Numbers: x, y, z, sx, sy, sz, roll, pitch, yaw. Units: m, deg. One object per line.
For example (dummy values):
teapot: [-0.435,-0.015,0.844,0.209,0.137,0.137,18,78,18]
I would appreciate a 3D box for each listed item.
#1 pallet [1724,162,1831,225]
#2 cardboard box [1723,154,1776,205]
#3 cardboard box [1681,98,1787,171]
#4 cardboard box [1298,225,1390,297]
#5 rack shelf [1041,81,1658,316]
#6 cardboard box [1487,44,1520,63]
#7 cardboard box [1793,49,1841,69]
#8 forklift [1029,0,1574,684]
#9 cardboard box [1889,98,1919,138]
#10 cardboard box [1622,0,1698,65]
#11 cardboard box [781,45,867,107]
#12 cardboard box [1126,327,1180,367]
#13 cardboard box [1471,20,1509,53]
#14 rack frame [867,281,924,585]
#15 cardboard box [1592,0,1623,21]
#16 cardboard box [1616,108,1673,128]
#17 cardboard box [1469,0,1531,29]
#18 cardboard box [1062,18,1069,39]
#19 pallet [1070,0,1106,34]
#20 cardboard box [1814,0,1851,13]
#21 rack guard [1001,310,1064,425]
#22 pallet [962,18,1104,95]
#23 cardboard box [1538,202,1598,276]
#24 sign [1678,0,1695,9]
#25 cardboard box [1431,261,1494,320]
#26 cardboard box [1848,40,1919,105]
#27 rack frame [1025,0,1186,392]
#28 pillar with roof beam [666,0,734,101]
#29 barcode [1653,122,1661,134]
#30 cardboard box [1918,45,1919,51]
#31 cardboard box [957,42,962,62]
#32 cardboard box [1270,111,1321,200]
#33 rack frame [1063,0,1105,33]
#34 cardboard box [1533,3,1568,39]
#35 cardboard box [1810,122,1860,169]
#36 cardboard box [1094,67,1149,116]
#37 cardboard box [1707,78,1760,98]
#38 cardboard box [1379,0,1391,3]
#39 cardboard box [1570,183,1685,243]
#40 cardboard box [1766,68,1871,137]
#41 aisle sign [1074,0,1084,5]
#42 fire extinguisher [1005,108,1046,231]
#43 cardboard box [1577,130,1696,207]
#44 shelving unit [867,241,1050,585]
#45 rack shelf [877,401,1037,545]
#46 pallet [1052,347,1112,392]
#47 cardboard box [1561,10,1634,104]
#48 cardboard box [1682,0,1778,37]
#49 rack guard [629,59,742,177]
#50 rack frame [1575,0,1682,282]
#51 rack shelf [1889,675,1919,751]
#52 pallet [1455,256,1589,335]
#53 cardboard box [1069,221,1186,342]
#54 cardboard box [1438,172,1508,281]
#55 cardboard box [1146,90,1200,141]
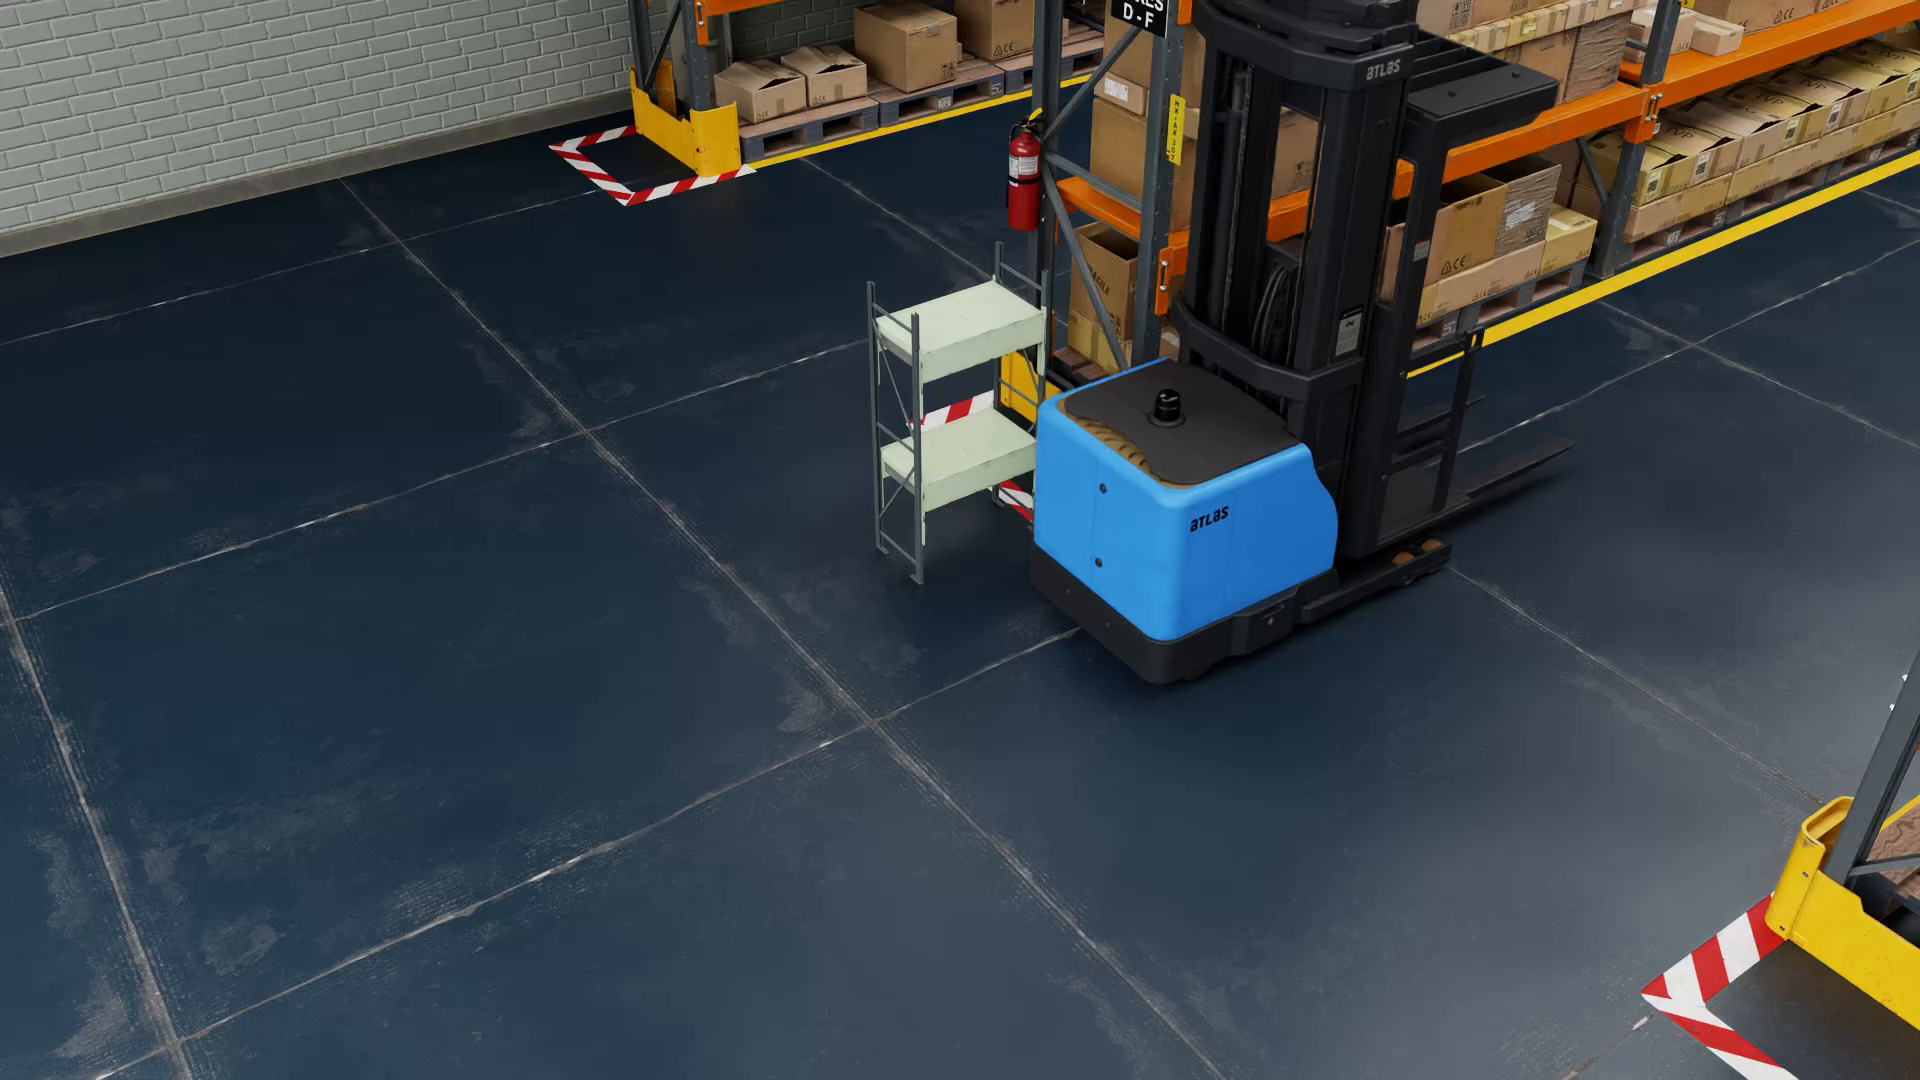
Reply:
pallet: [5.556,-2.723,12.169,1.213,0.211,1.003,-22,41,-28]
cardboard box: [5.291,-2.594,11.597,0.500,0.250,0.500,-24,42,-29]
cardboard box: [5.294,-2.819,11.428,0.500,0.311,0.500,-24,42,-29]
cardboard box: [2.084,-1.607,9.582,0.500,0.500,0.500,-22,41,-28]
rack shelf: [2.344,-2.211,9.685,4.000,0.370,1.077,-22,41,-28]
cardboard box: [2.780,-2.717,9.686,0.500,0.500,0.700,-22,41,-27]
cardboard box: [6.226,-3.587,12.496,0.500,0.311,0.500,-23,42,-29]
forklift: [1.849,-1.201,7.723,3.031,2.935,1.130,-21,41,-27]
cardboard box: [6.958,-3.282,12.553,0.500,0.250,0.500,-21,41,-27]
cardboard box: [4.356,-3.302,10.713,0.500,0.250,0.500,-20,40,-25]
cardboard box: [-1.065,-3.662,13.012,0.500,0.311,0.500,-19,40,-24]
cardboard box: [1.275,-0.959,9.323,0.500,0.250,0.500,-22,41,-28]
cardboard box: [2.841,-2.860,9.330,0.250,0.149,0.380,-21,41,-27]
rack frame: [-0.305,-0.484,7.951,0.023,1.500,0.400,-22,41,-28]
cardboard box: [3.676,-3.204,9.808,0.250,0.149,0.380,-23,42,-29]
cardboard box: [4.566,-2.909,11.554,0.500,0.311,0.500,-21,41,-27]
cardboard box: [2.797,-3.252,9.320,0.500,0.500,0.700,-22,41,-28]
cardboard box: [0.702,-4.373,14.124,0.250,0.166,0.380,-28,44,-33]
pallet: [1.757,-4.669,14.875,1.213,0.211,1.003,-22,41,-28]
cardboard box: [5.886,-3.990,11.456,0.500,0.500,0.500,-25,42,-30]
rack guard: [0.689,-0.808,9.258,0.348,0.500,1.175,-22,41,-28]
pallet: [0.593,-4.164,14.172,1.213,0.211,1.003,-22,41,-28]
cardboard box: [3.725,-1.970,10.729,0.500,0.250,0.500,-22,41,-28]
sign: [4.299,-3.295,9.767,0.005,0.325,0.100,-22,41,-28]
cardboard box: [2.911,-1.631,10.258,0.500,0.250,0.500,-22,41,-28]
cardboard box: [6.962,-3.510,12.389,0.500,0.311,0.500,-21,41,-27]
rack frame: [0.709,-1.831,8.540,0.127,3.000,1.000,-22,41,-28]
pillar with roof beam: [0.406,-5.223,8.118,0.400,9.000,9.100,-22,41,-28]
barcode: [4.427,-2.617,10.574,0.075,0.075,0.001,-22,41,-28]
cardboard box: [7.785,-3.702,12.906,0.500,0.500,0.500,-21,41,-26]
cardboard box: [-0.197,-4.032,13.665,0.250,0.149,0.380,-26,43,-31]
cardboard box: [1.524,-2.201,8.969,0.500,0.500,0.700,-21,41,-27]
rack frame: [1.122,-5.539,13.696,0.127,3.000,1.000,-22,41,-28]
cardboard box: [3.249,-3.026,9.560,0.250,0.149,0.380,-22,41,-28]
cardboard box: [6.126,-2.939,12.077,0.500,0.250,0.500,-21,41,-27]
cardboard box: [0.911,-2.354,8.626,0.250,0.149,0.380,-23,42,-29]
cardboard box: [5.388,-3.243,12.018,0.500,0.311,0.500,-23,42,-28]
cardboard box: [1.979,-2.916,8.852,0.500,0.500,0.700,-22,41,-28]
cardboard box: [4.451,-2.248,11.115,0.500,0.250,0.500,-23,42,-29]
cardboard box: [6.126,-3.163,11.908,0.500,0.311,0.500,-23,41,-28]
aisle sign: [0.486,-3.004,7.945,0.004,0.787,0.394,-22,41,-28]
fire extinguisher: [0.345,-1.981,8.815,0.183,0.674,0.296,-22,41,-28]
cardboard box: [4.460,-2.478,10.955,0.500,0.311,0.500,-22,41,-28]
shelving unit: [-0.005,-0.607,8.122,0.755,1.500,0.431,-22,41,-28]
rack shelf: [-0.005,-0.342,8.313,0.720,0.370,0.431,-22,41,-28]
pallet: [1.310,-0.976,9.739,1.213,0.211,1.003,-22,41,-28]
cardboard box: [3.619,-3.064,10.169,0.500,0.500,0.700,-24,42,-29]
cardboard box: [5.046,-3.644,10.976,0.500,0.500,0.500,-19,40,-25]
rack guard: [-2.086,-3.204,12.590,0.348,0.500,1.175,-22,41,-28]
rack frame: [3.978,-3.176,10.410,0.127,3.000,1.000,-22,41,-28]
rack shelf: [5.194,0.154,6.396,4.000,0.370,1.077,-22,41,-28]
pallet: [3.304,-1.796,10.880,1.213,0.211,1.003,-22,41,-28]
cardboard box: [0.976,-1.512,9.449,0.500,0.500,0.500,-22,41,-28]
cardboard box: [2.903,-1.942,10.047,0.500,0.500,0.500,-22,41,-28]
cardboard box: [1.154,-2.164,8.362,0.250,0.149,0.380,-23,41,-28]
